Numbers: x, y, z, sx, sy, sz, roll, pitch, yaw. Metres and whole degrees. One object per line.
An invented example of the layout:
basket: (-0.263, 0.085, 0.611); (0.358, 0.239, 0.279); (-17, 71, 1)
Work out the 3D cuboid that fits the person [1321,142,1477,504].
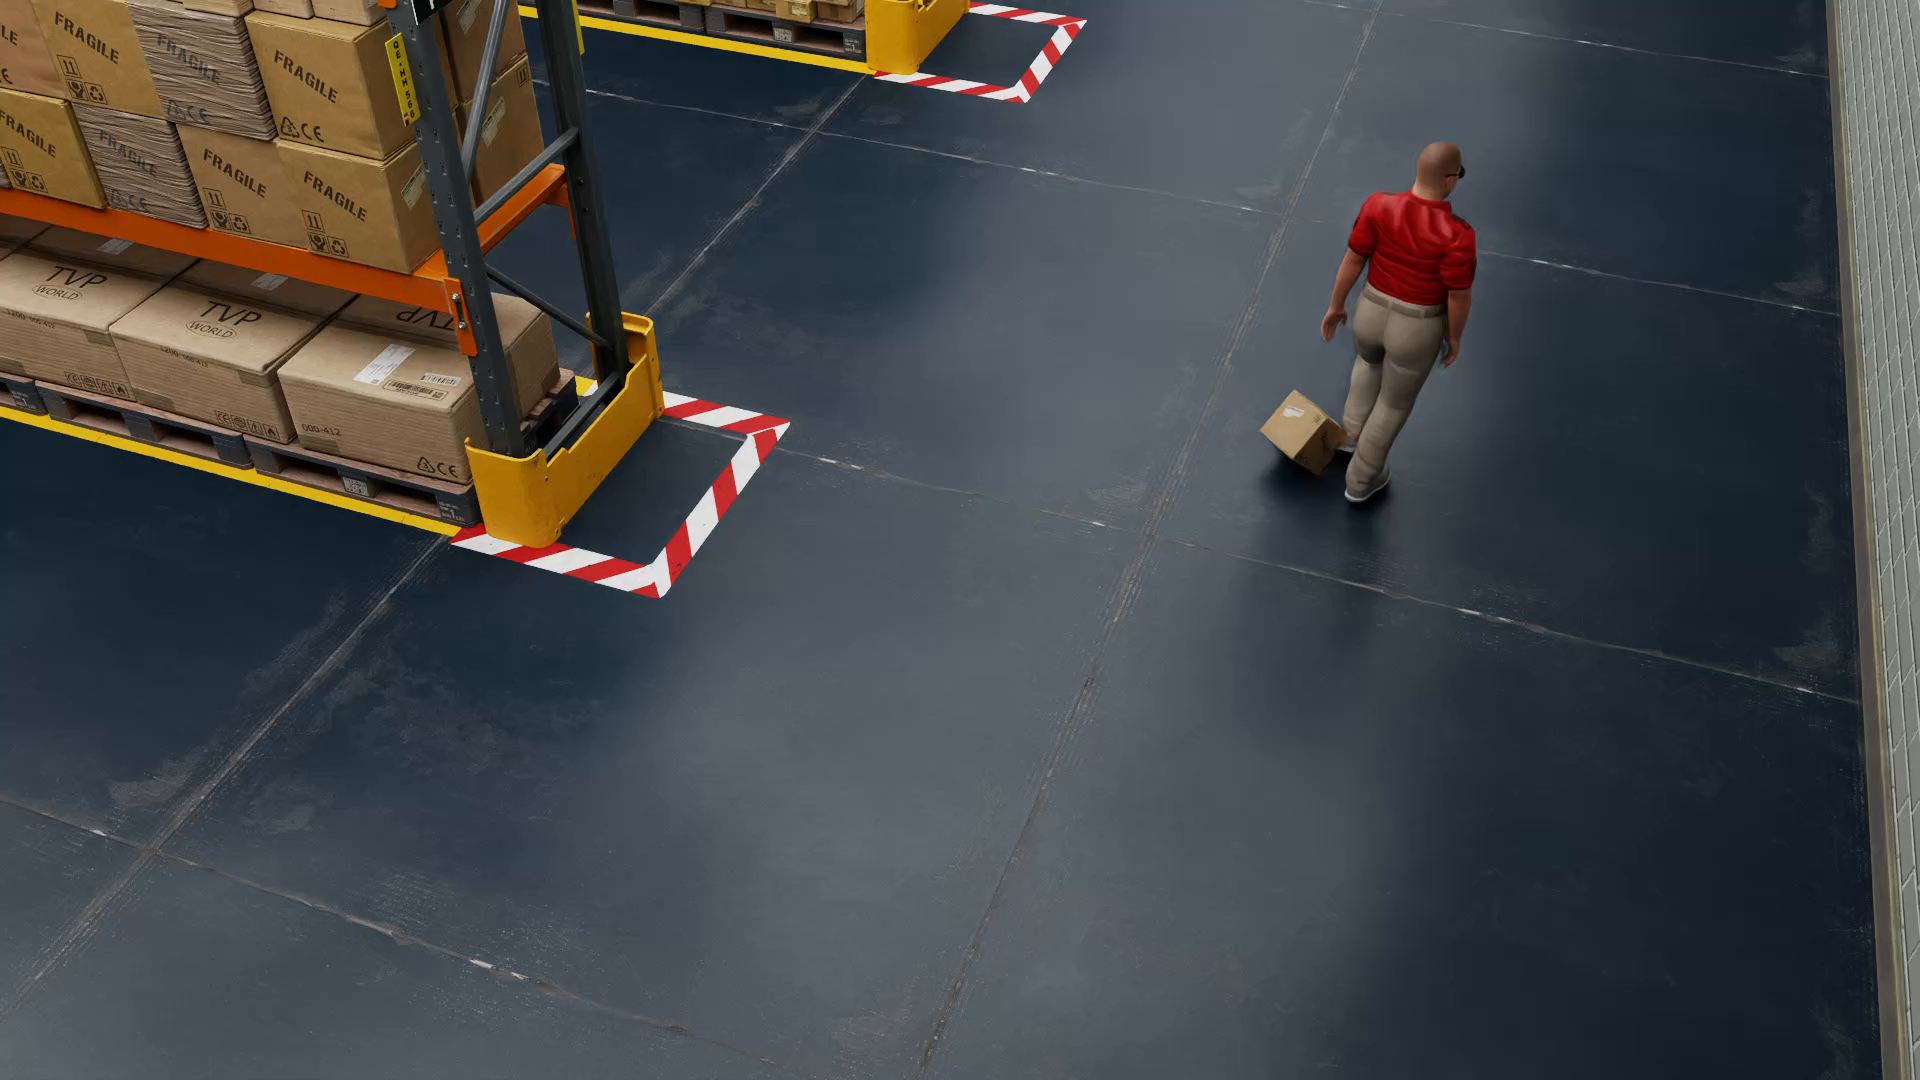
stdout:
person: (1.912, -0.927, 7.249); (0.590, 1.787, 0.514); (30, 50, 30)
